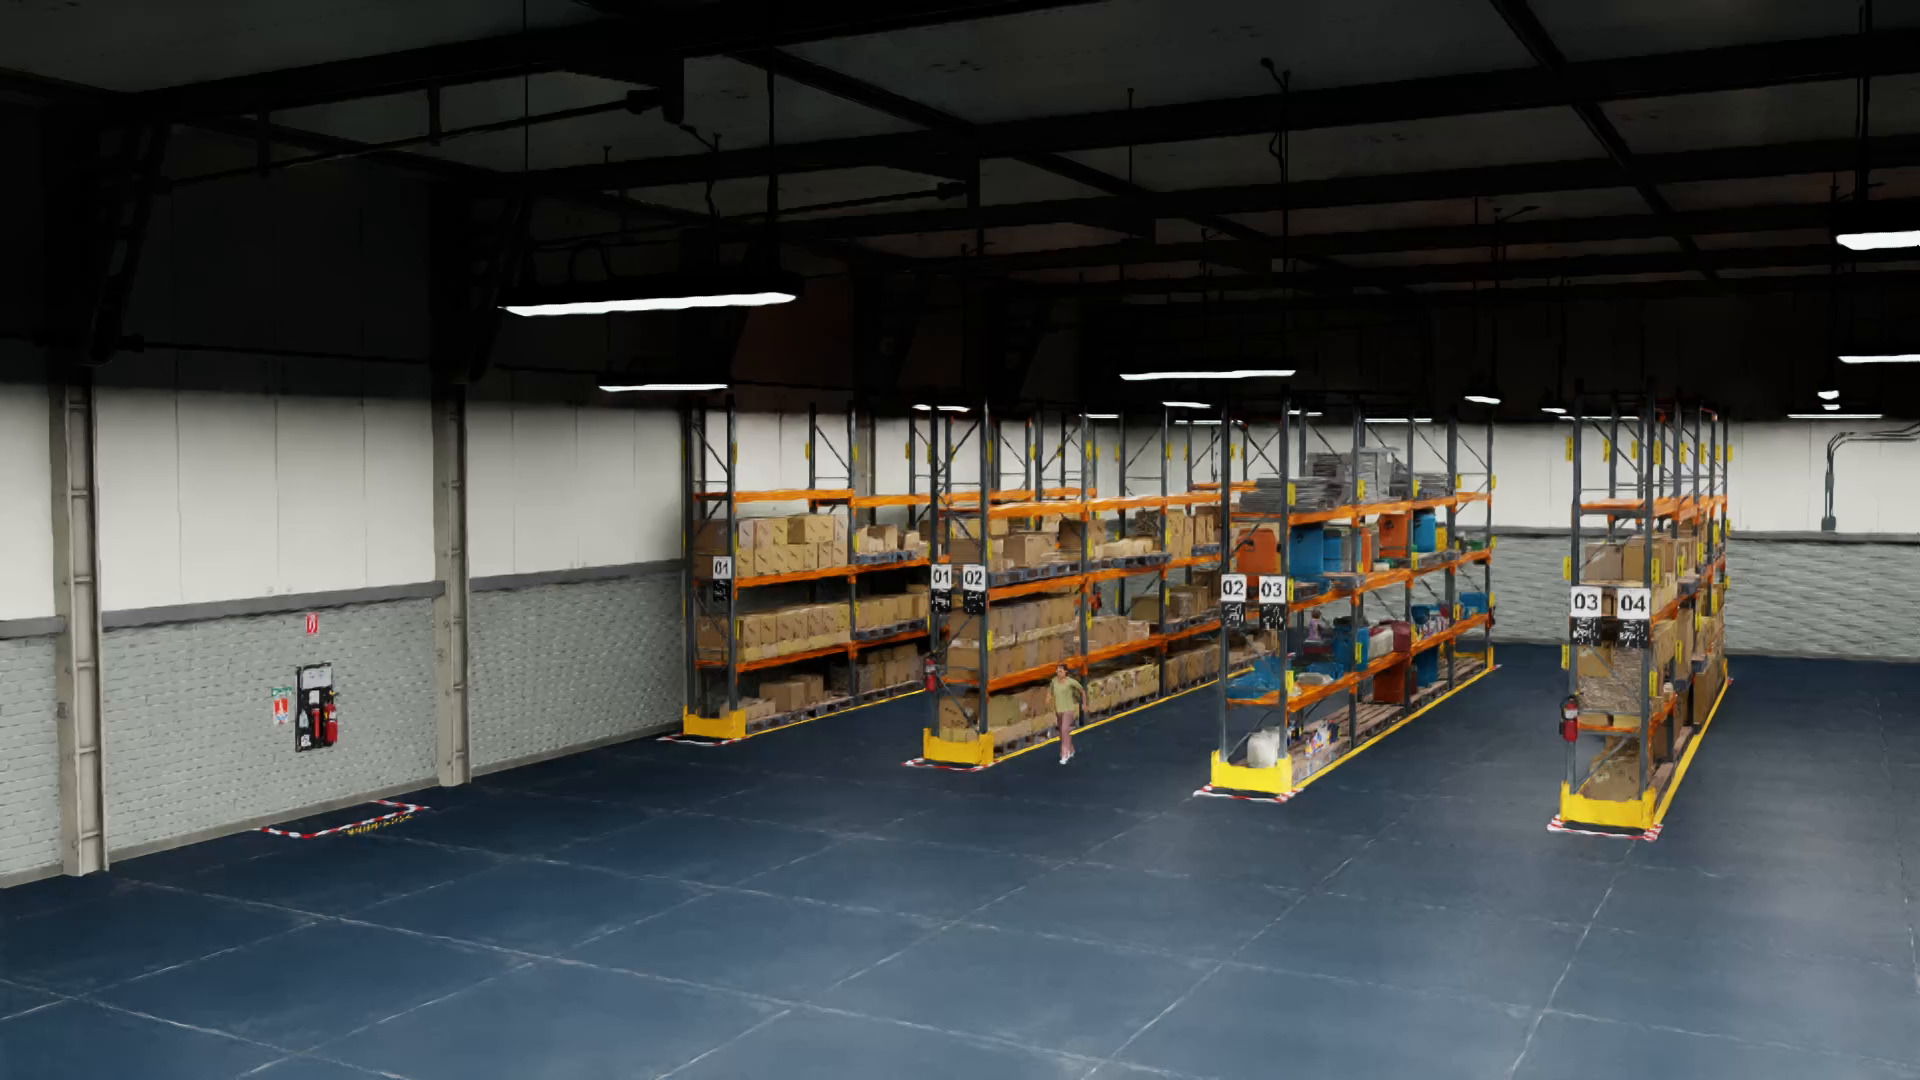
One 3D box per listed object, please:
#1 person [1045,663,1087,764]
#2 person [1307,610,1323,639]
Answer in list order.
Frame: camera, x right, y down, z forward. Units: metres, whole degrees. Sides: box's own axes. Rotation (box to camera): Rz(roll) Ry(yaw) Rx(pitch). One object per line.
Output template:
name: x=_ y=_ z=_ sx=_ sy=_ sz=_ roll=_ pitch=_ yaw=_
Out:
person: x=1.702 y=2.831 z=27.014 sx=0.598 sy=1.498 sz=0.794 roll=2 pitch=4 yaw=33
person: x=7.715 y=2.291 z=36.104 sx=0.485 sy=1.590 sz=0.501 roll=0 pitch=3 yaw=2
